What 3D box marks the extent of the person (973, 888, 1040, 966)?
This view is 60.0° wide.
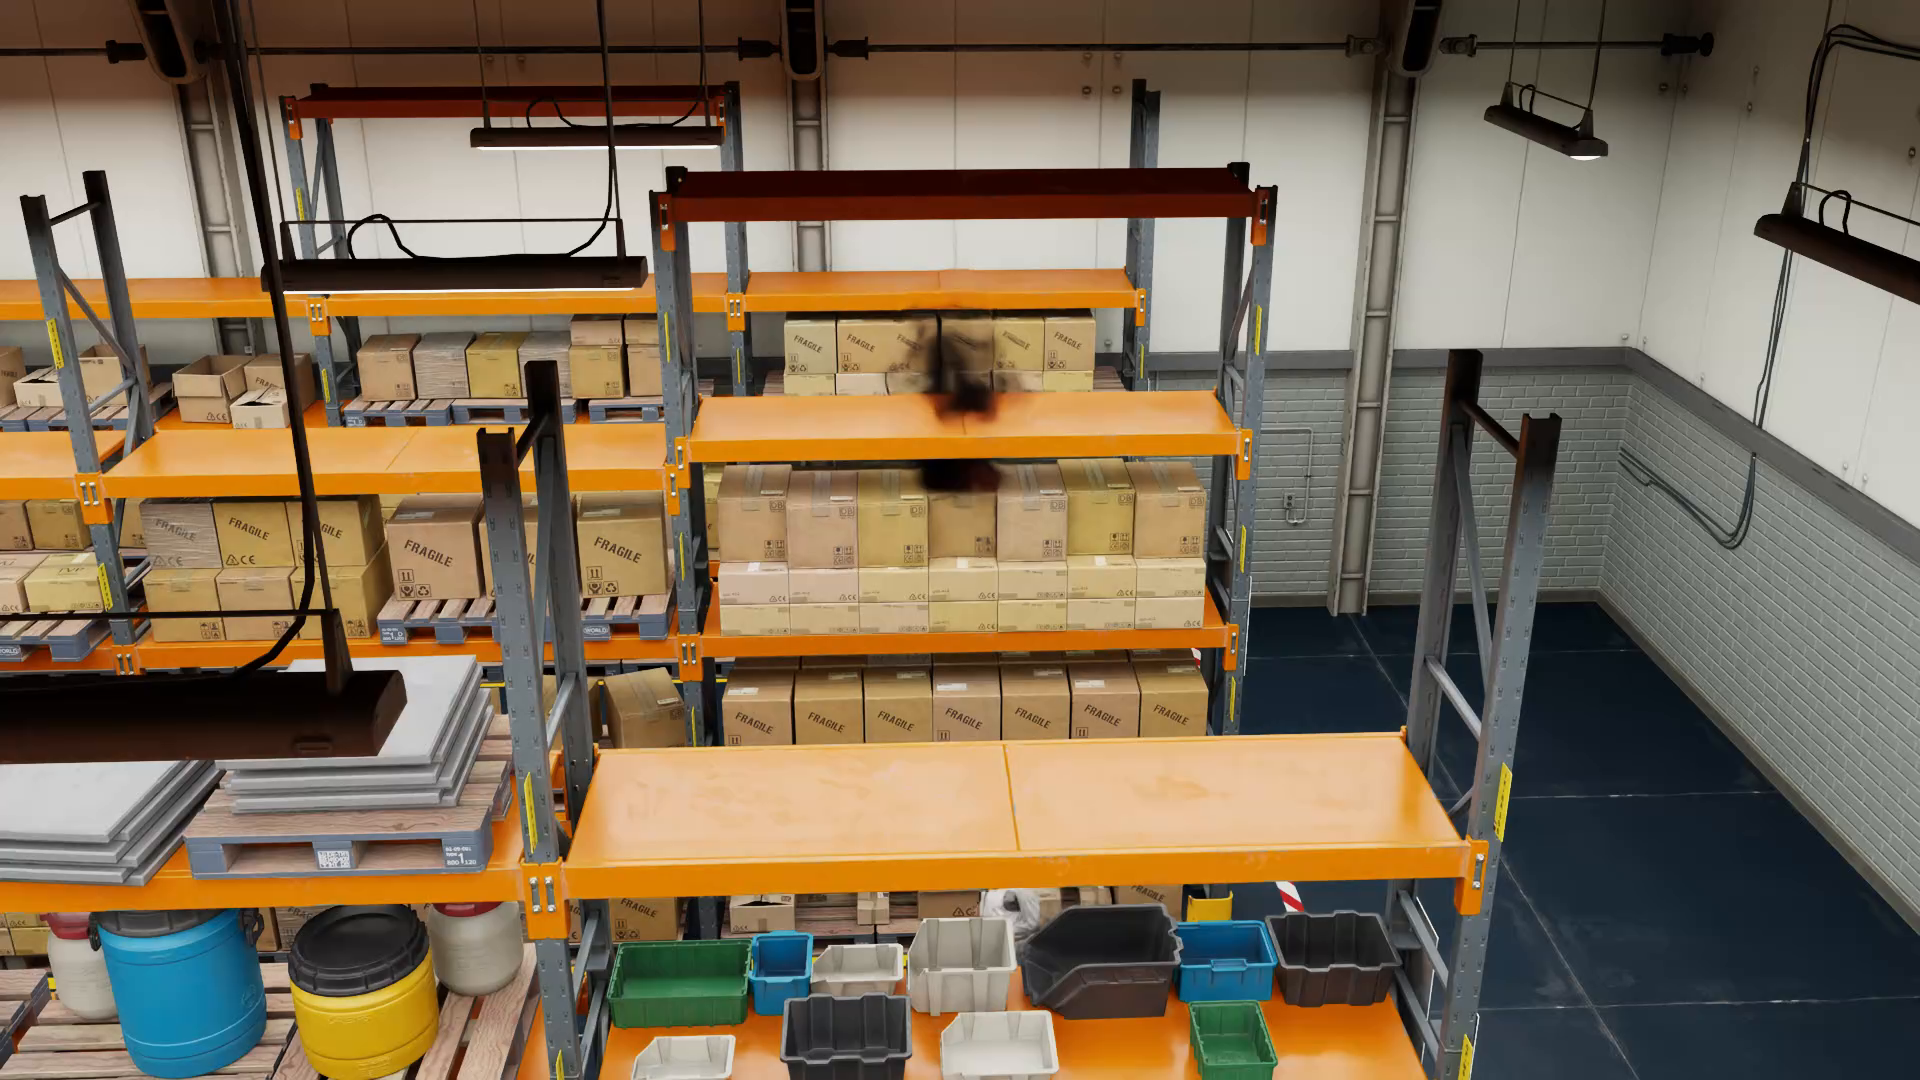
[{"bbox_3d":[0.347,2.708,11.520,0.626,1.682,0.670,-7,23,-16],"label":"person"}]
